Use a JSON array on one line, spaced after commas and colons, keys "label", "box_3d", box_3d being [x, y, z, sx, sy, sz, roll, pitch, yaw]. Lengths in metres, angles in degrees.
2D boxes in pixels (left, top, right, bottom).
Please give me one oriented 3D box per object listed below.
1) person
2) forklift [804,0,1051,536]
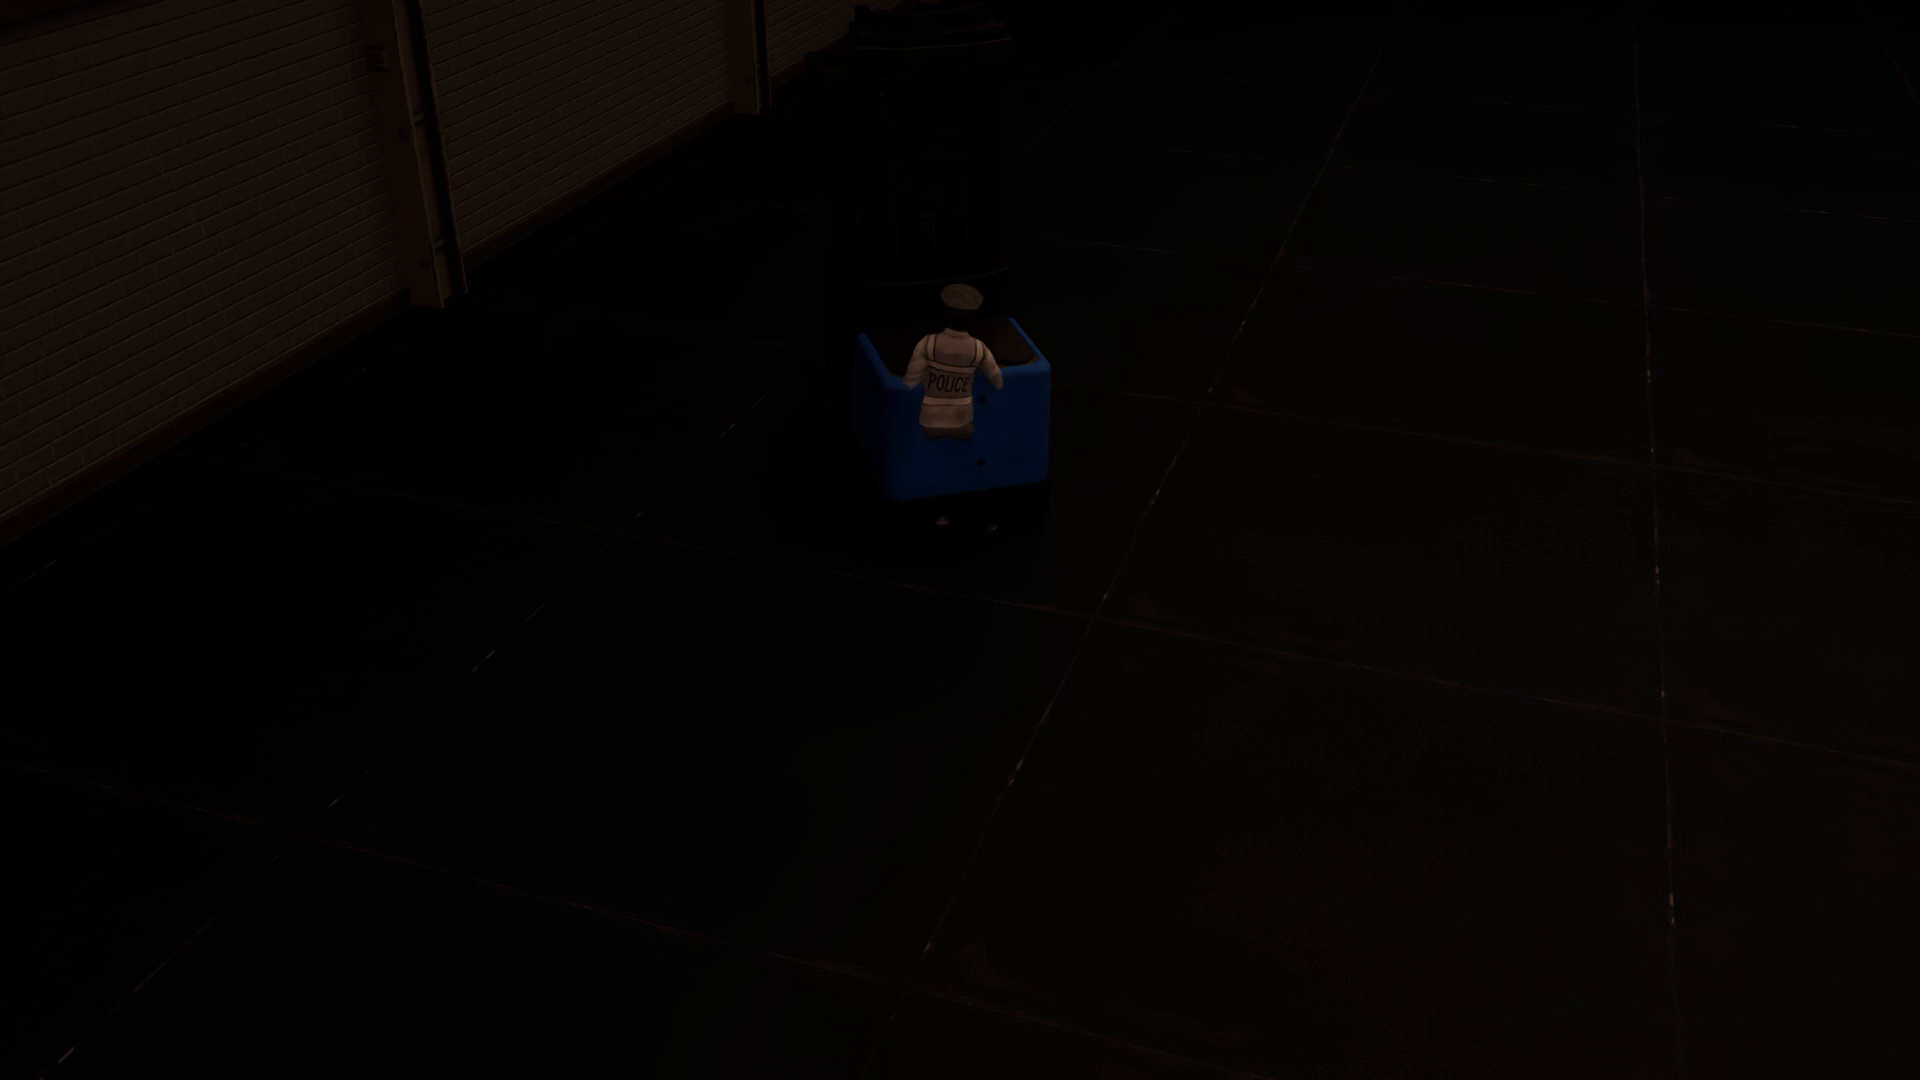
[{"label": "person", "box_3d": [-0.023, -0.762, 9.834, 0.740, 1.582, 0.432, -4, 30, -7]}, {"label": "forklift", "box_3d": [-0.336, -2.012, 10.666, 1.130, 2.935, 3.031, -8, 31, -14]}]
